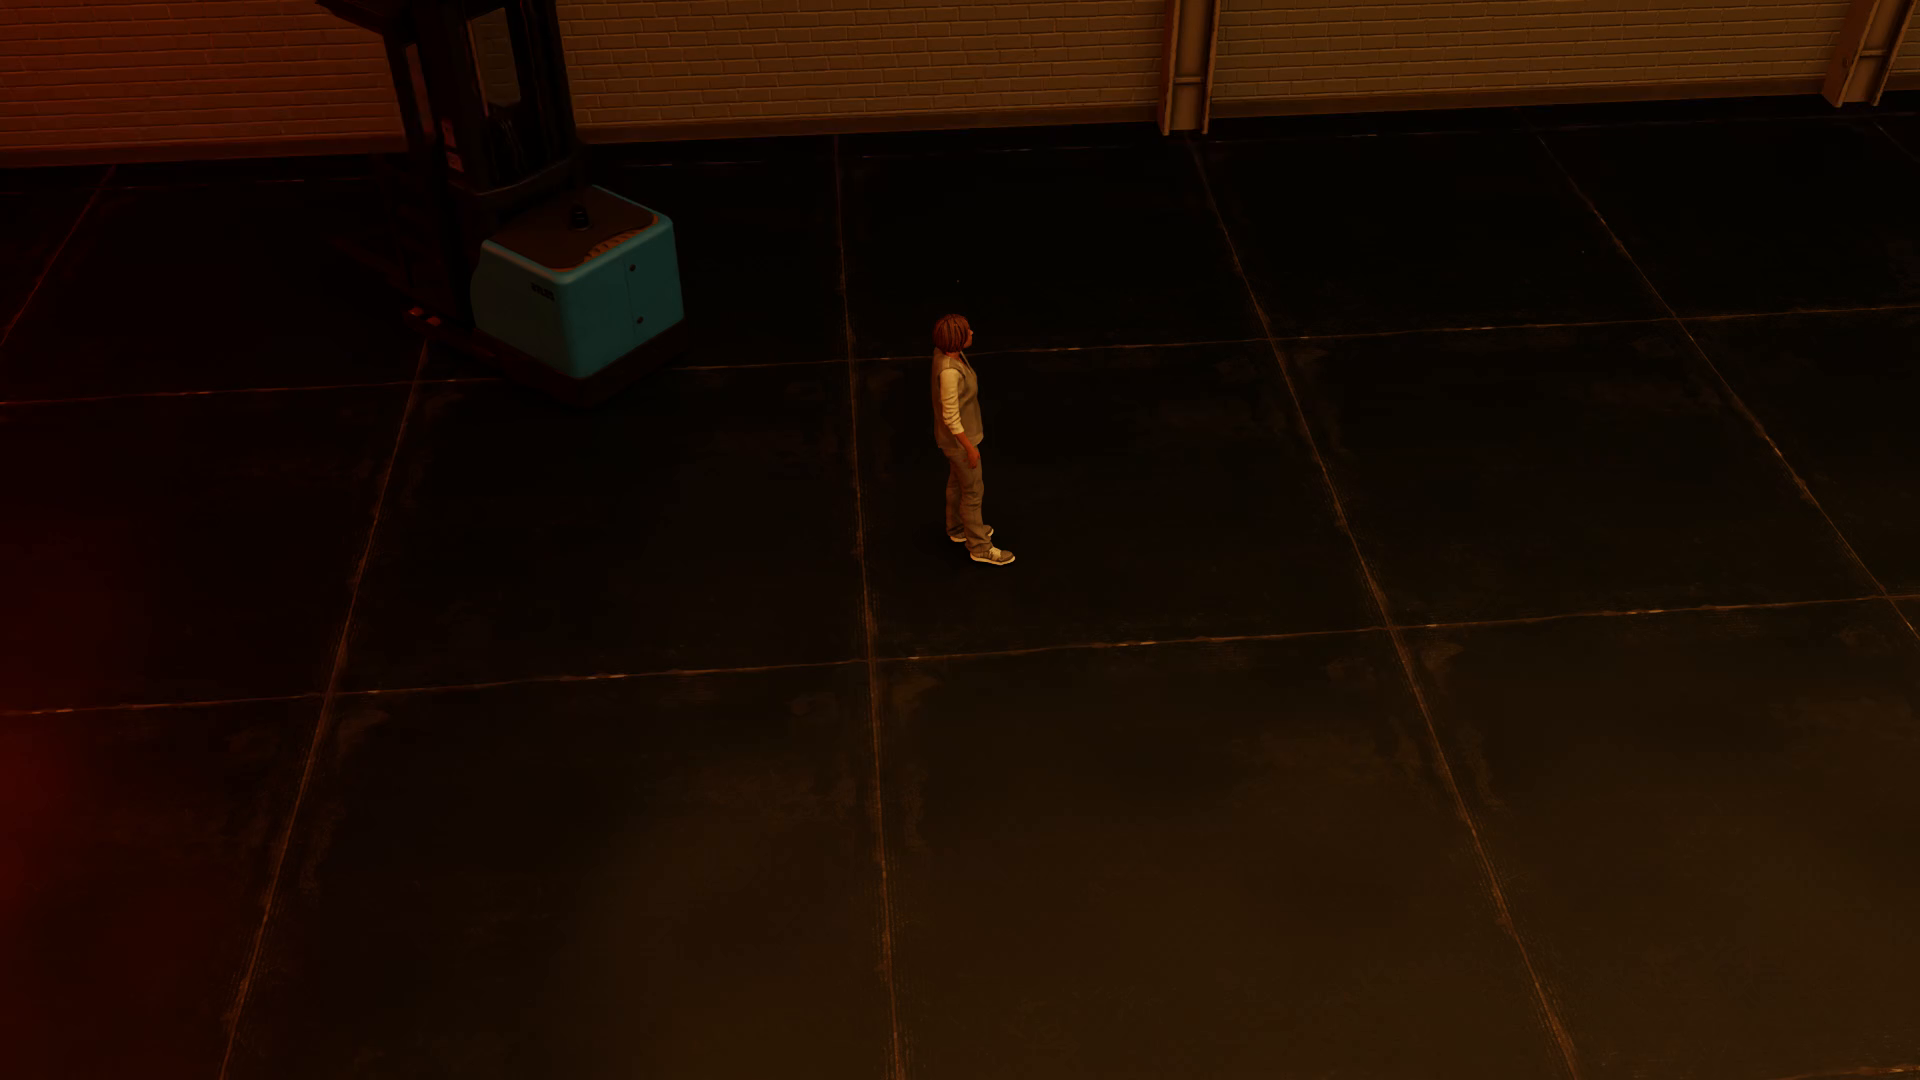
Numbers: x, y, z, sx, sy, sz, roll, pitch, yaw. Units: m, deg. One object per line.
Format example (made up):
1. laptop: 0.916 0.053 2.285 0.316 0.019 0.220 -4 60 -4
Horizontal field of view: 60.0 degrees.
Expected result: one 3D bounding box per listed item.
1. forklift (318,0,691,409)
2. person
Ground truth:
1. forklift: -3.368 -2.780 11.188 3.031 2.935 1.130 27 47 28
2. person: 0.074 -0.607 9.663 0.475 1.596 0.521 -3 41 -4
